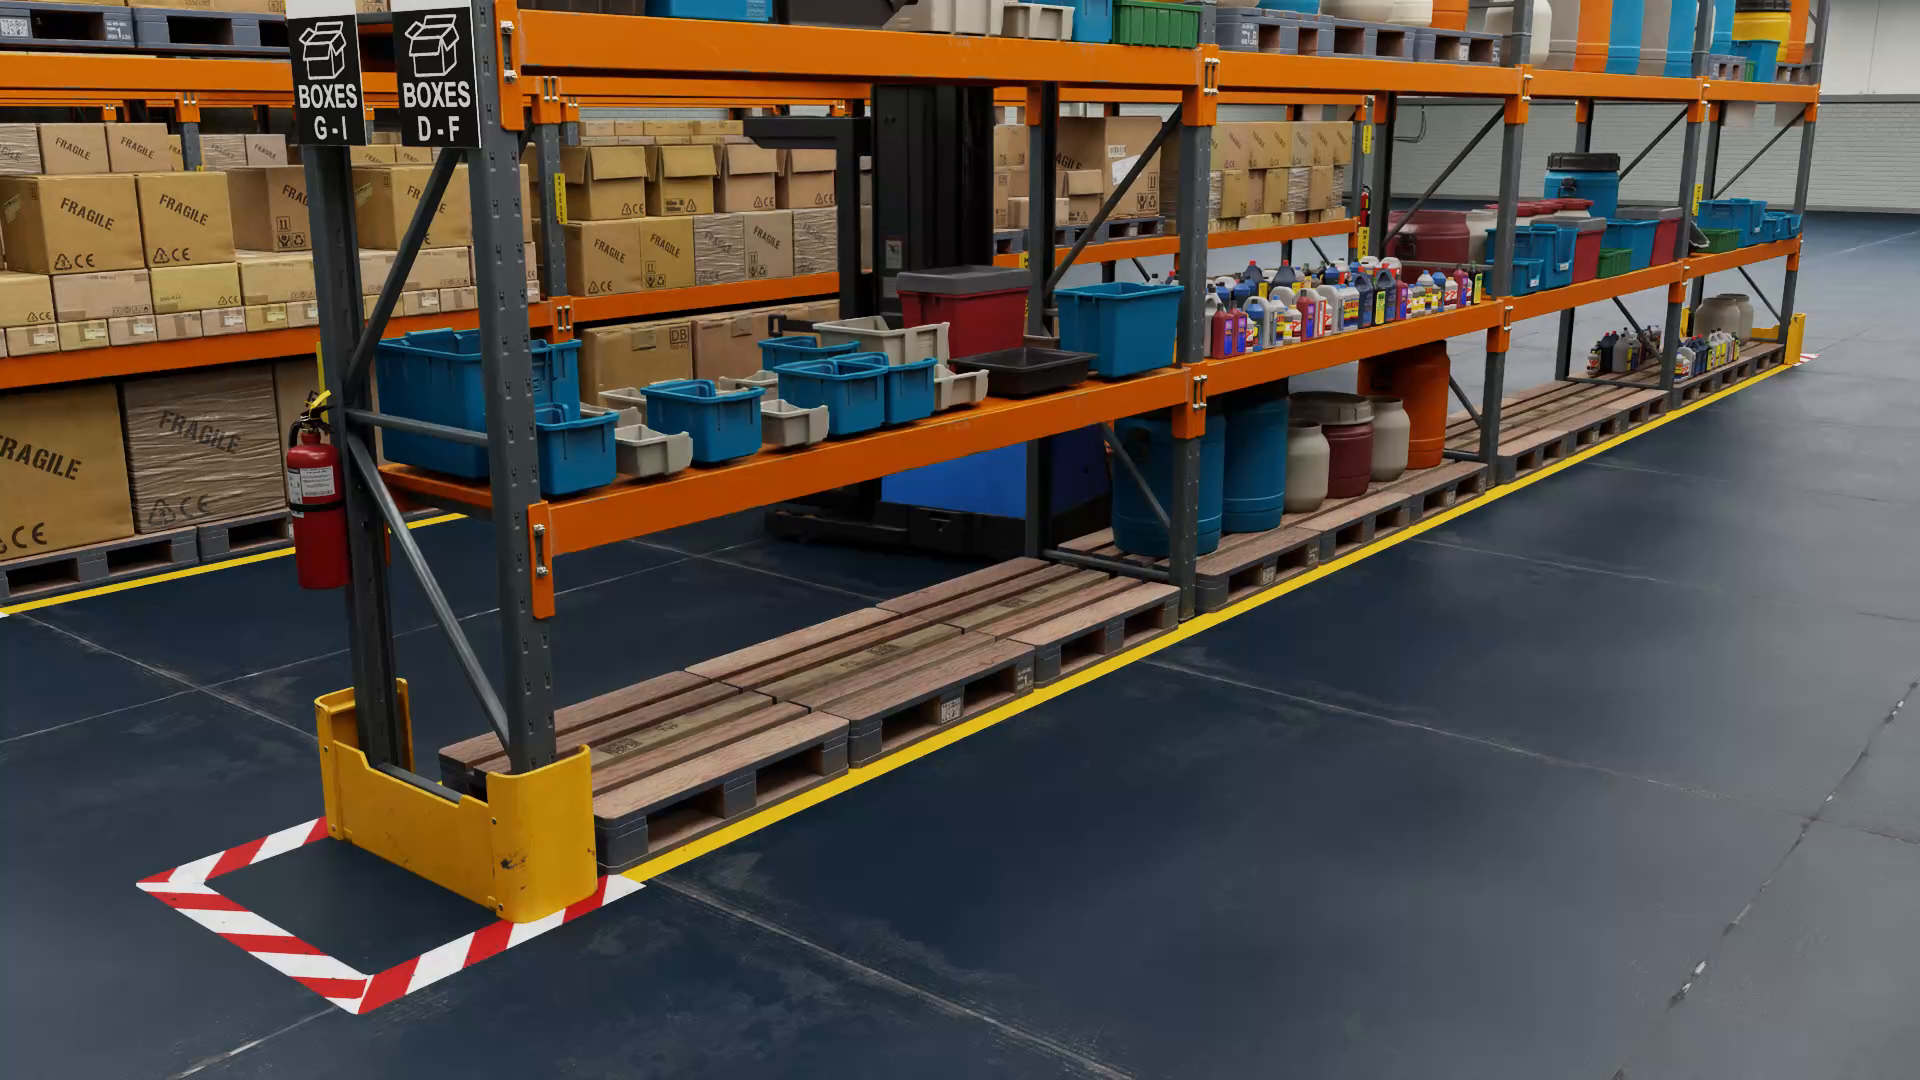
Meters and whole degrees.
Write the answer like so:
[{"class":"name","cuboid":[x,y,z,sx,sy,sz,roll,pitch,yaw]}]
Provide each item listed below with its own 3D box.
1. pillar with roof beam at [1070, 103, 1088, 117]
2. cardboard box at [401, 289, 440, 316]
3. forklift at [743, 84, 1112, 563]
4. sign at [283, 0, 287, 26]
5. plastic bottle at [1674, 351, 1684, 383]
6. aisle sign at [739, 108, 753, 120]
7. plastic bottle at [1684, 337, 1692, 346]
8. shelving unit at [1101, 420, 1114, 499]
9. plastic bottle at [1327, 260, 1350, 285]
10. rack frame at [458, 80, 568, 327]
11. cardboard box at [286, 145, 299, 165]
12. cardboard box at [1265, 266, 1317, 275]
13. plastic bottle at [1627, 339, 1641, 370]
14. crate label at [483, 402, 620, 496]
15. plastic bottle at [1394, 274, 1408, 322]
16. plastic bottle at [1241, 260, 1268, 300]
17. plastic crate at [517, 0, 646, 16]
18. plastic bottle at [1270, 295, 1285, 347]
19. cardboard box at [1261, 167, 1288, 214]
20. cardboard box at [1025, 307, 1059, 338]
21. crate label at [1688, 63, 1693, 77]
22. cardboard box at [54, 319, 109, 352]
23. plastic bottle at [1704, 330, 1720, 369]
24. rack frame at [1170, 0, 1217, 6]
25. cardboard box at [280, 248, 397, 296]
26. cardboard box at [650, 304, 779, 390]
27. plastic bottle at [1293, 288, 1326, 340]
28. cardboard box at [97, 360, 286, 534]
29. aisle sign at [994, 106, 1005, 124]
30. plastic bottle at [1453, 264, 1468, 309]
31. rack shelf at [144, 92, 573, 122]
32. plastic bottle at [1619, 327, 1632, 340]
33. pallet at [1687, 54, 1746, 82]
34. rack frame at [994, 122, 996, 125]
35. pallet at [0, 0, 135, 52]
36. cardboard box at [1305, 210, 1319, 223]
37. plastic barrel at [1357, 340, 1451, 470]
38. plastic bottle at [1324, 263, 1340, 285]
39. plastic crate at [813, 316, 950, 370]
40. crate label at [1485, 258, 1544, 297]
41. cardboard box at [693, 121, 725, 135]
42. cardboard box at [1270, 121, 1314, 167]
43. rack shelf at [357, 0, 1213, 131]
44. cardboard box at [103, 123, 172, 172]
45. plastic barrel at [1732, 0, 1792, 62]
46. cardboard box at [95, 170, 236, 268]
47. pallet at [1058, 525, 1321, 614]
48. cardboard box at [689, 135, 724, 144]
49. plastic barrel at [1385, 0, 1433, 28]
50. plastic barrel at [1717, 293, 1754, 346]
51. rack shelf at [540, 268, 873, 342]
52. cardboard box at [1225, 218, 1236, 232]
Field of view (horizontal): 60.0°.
[{"class":"pillar with roof beam","cuboid":[6.420,-12.179,39.790,9.100,9.000,0.400,11,18,38]},{"class":"cardboard box","cuboid":[-3.496,-1.507,10.473,0.380,0.149,0.250,12,18,39]},{"class":"forklift","cuboid":[-0.611,-1.513,10.127,3.031,2.935,1.130,8,16,28]},{"class":"sign","cuboid":[-2.174,-1.838,5.387,0.100,0.325,0.005,11,18,38]},{"class":"plastic bottle","cuboid":[6.348,-1.535,14.722,0.097,0.271,0.097,0,14,0]},{"class":"aisle sign","cuboid":[-3.442,-7.037,26.452,0.394,0.787,0.004,11,18,38]},{"class":"plastic bottle","cuboid":[6.891,-1.770,15.638,0.152,0.276,0.135,11,18,38]},{"class":"shelving unit","cuboid":[0.999,-0.396,9.801,0.215,0.252,1.050,4,-30,14]},{"class":"plastic bottle","cuboid":[2.478,-1.704,10.989,0.152,0.276,0.135,11,18,38]},{"class":"rack frame","cuboid":[-3.074,-1.886,11.453,1.000,3.000,0.127,11,18,38]},{"class":"cardboard box","cuboid":[-8.199,-4.711,20.917,0.500,0.500,0.500,11,18,36]},{"class":"cardboard box","cuboid":[4.062,-3.059,20.295,0.500,0.500,0.500,-12,18,-39]},{"class":"plastic bottle","cuboid":[6.239,-1.731,15.482,0.152,0.276,0.135,11,18,38]},{"class":"crate label","cuboid":[-1.325,-0.297,5.419,0.416,0.233,0.303,11,18,38]},{"class":"plastic bottle","cuboid":[2.651,-1.466,10.039,0.061,0.283,0.133,11,18,38]},{"class":"plastic bottle","cuboid":[1.794,-1.533,10.165,0.144,0.351,0.185,11,18,38]},{"class":"plastic crate","cuboid":[-1.277,-1.774,5.188,0.497,0.269,0.590,11,18,38]},{"class":"plastic bottle","cuboid":[1.690,-1.174,8.915,0.097,0.271,0.097,0,14,0]},{"class":"cardboard box","cuboid":[3.209,-3.978,18.882,0.875,0.500,0.500,11,18,38]},{"class":"cardboard box","cuboid":[0.535,-2.003,16.097,0.700,0.500,0.500,13,19,42]},{"class":"crate label","cuboid":[6.887,-4.492,15.921,0.502,0.251,0.408,11,18,38]},{"class":"cardboard box","cuboid":[-4.788,-1.113,8.923,0.380,0.149,0.250,11,18,36]},{"class":"plastic bottle","cuboid":[7.022,-1.788,15.557,0.144,0.351,0.185,11,18,37]},{"class":"rack frame","cuboid":[0.778,-4.027,7.697,1.000,3.000,0.127,11,18,38]},{"class":"cardboard box","cuboid":[-3.792,-1.635,10.166,0.500,0.250,0.500,12,18,39]},{"class":"cardboard box","cuboid":[-2.127,-1.356,12.832,1.225,0.875,0.875,10,18,36]},{"class":"plastic bottle","cuboid":[1.947,-1.266,9.266,0.152,0.276,0.135,11,18,38]},{"class":"cardboard box","cuboid":[-4.676,-0.602,9.865,0.875,0.875,0.875,11,18,38]},{"class":"aisle sign","cuboid":[0.485,-6.291,23.513,0.394,0.787,0.004,11,18,38]},{"class":"plastic bottle","cuboid":[3.225,-1.641,10.727,0.061,0.283,0.133,11,18,38]},{"class":"rack shelf","cuboid":[-5.612,-4.161,15.778,1.077,0.370,4.000,11,18,38]},{"class":"plastic bottle","cuboid":[6.310,-1.847,15.788,0.144,0.351,0.185,11,18,37]},{"class":"pallet","cuboid":[6.184,-4.167,14.724,1.213,0.211,1.003,11,18,38]},{"class":"rack frame","cuboid":[0.674,-4.971,23.597,1.000,3.000,0.127,11,18,38]},{"class":"pallet","cuboid":[-5.130,-2.674,8.645,1.003,0.211,1.213,11,18,38]},{"class":"cardboard box","cuboid":[4.006,-3.826,19.603,0.380,0.149,0.250,11,18,38]},{"class":"plastic barrel","cuboid":[2.998,-0.941,11.288,0.600,0.830,0.708,11,18,38]},{"class":"plastic bottle","cuboid":[2.431,-1.674,10.881,0.097,0.271,0.097,0,14,0]},{"class":"plastic crate","cuboid":[-0.325,-0.827,7.404,0.437,0.282,0.530,11,18,38]},{"class":"crate label","cuboid":[3.849,-1.827,11.561,0.303,0.233,0.416,11,18,38]},{"class":"cardboard box","cuboid":[-3.956,-6.053,25.022,0.700,0.500,0.500,11,18,37]},{"class":"cardboard box","cuboid":[3.688,-4.525,19.006,0.500,0.500,0.500,11,18,38]},{"class":"rack shelf","cuboid":[-0.479,-1.841,6.647,1.077,0.370,4.000,11,18,38]},{"class":"cardboard box","cuboid":[-6.954,-3.218,13.860,0.500,0.500,0.500,10,18,36]},{"class":"plastic barrel","cuboid":[7.703,-4.928,16.101,0.600,0.588,0.600,0,14,0]},{"class":"cardboard box","cuboid":[-4.441,-1.801,9.296,0.500,0.500,0.500,11,18,36]},{"class":"pallet","cuboid":[1.296,0.091,9.336,1.003,0.211,1.213,11,18,38]},{"class":"cardboard box","cuboid":[-3.106,-4.350,18.919,0.700,0.500,0.500,11,18,37]},{"class":"plastic barrel","cuboid":[2.732,-3.247,10.150,0.301,0.262,0.301,0,14,0]},{"class":"plastic barrel","cuboid":[7.966,-2.277,17.194,0.421,0.512,0.421,0,14,0]},{"class":"rack shelf","cuboid":[-1.817,-1.920,13.049,1.077,0.370,4.000,11,18,38]},{"class":"cardboard box","cuboid":[2.776,-3.438,18.074,0.380,0.149,0.250,11,18,38]}]
